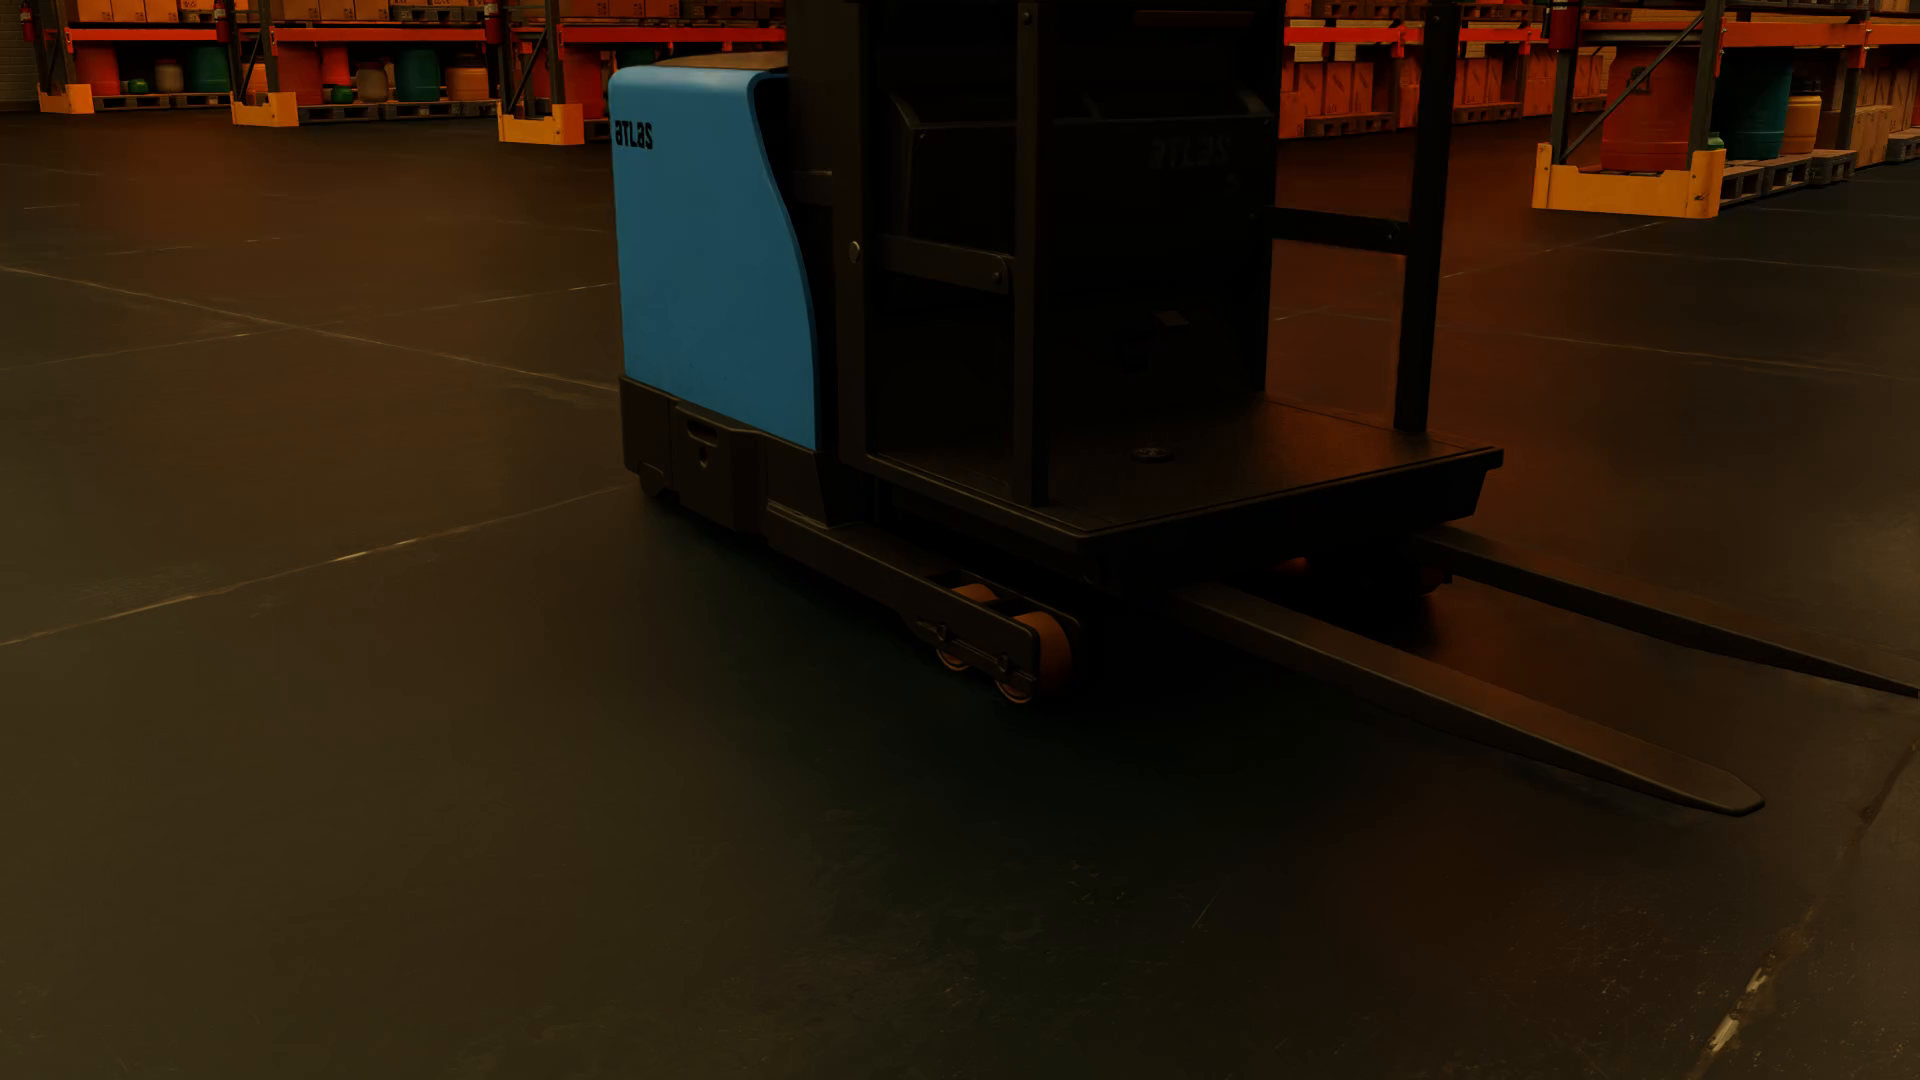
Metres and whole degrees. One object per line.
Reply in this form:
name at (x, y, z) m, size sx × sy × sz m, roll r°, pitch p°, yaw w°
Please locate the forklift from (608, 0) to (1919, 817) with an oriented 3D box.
forklift at (0.376, -1.267, 3.069) m, size 1.130 × 2.935 × 3.031 m, roll -11°, pitch 20°, yaw -33°
